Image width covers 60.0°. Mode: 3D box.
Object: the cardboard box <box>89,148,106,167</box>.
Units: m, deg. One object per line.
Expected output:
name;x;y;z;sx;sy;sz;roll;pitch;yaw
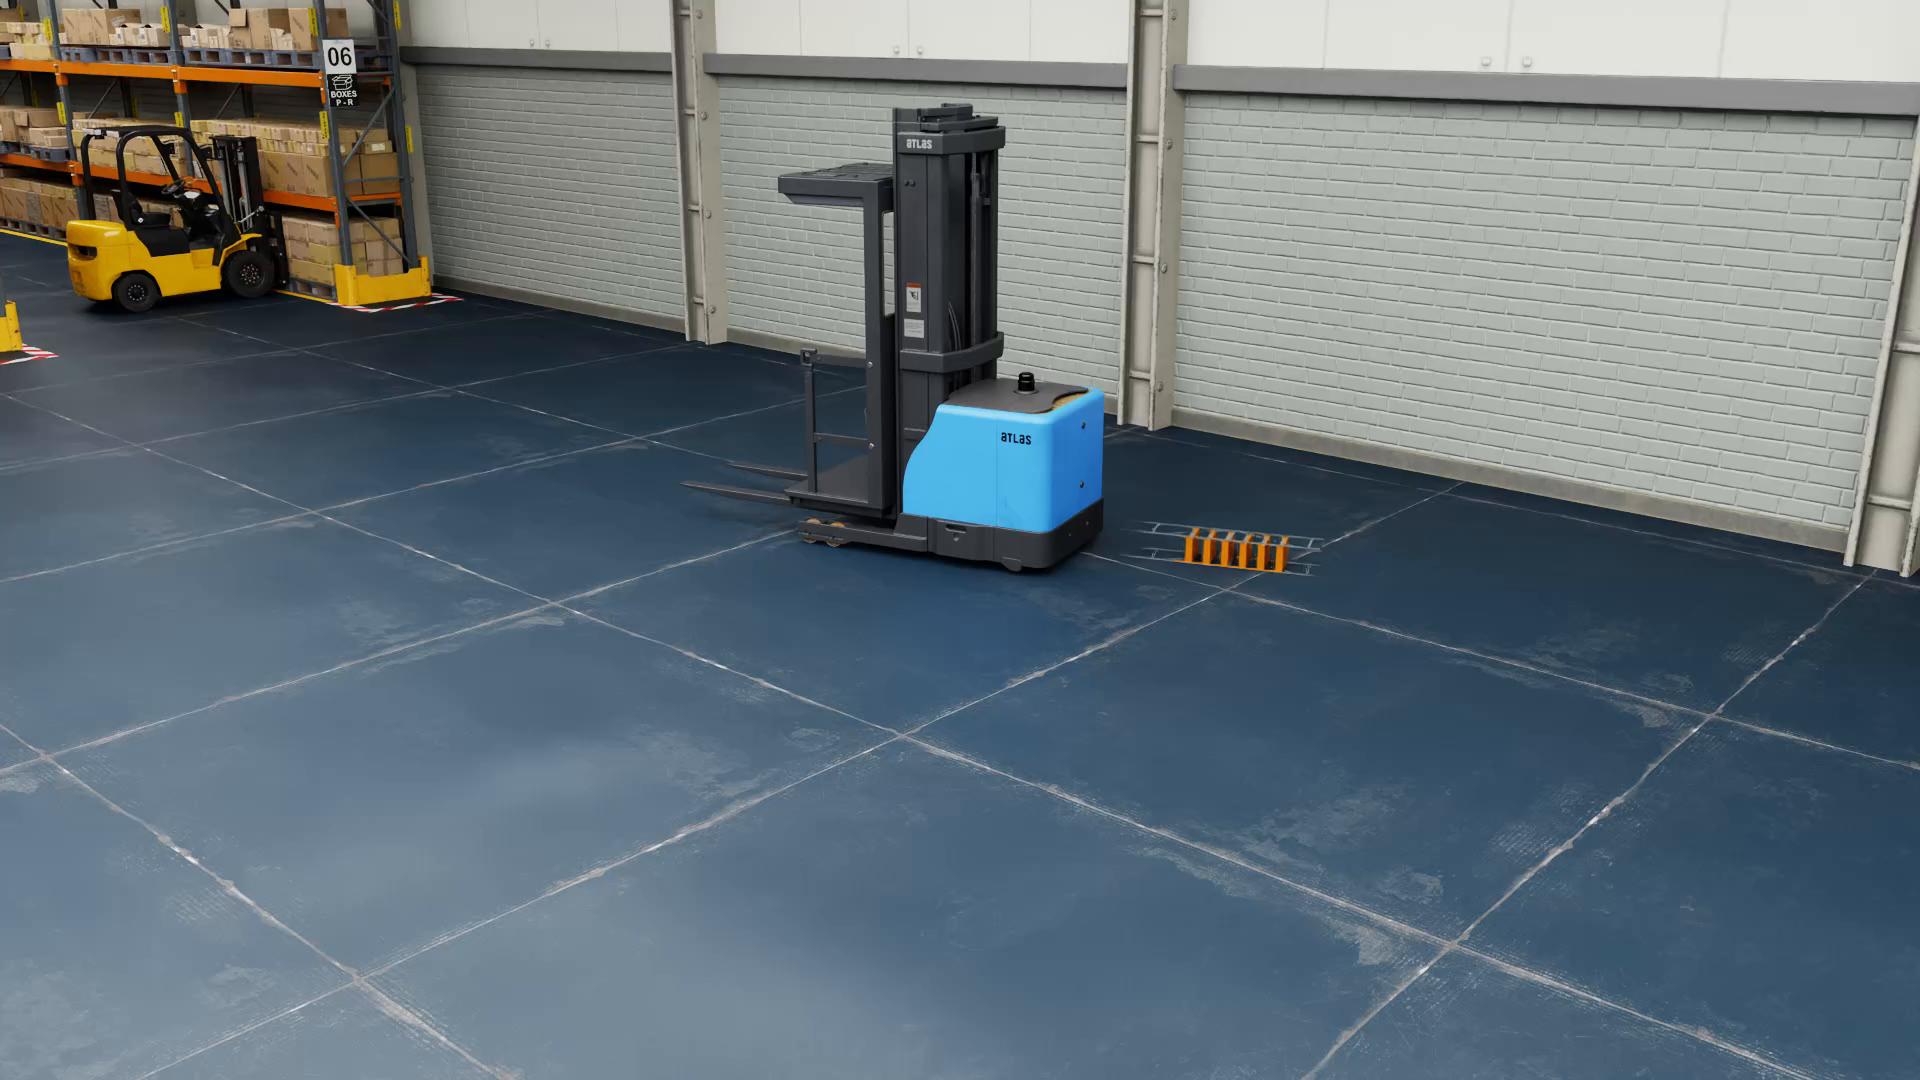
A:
cardboard box;-12.841;-5.819;25.236;0.500;0.250;0.500;14;23;38

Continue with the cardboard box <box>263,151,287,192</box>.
cardboard box;-8.707;-4.827;21.696;0.500;0.500;0.500;14;23;38

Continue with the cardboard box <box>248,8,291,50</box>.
cardboard box;-8.592;-6.518;21.207;0.500;0.500;0.700;15;23;40

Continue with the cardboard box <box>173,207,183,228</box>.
cardboard box;-10.789;-4.504;24.077;0.625;0.625;0.875;16;24;42

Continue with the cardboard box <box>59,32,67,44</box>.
cardboard box;-13.324;-7.564;25.056;0.250;0.166;0.380;15;23;39

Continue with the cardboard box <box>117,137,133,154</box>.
cardboard box;-12.061;-5.852;24.515;0.500;0.250;0.500;15;23;40

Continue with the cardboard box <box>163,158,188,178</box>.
cardboard box;-10.942;-5.304;23.614;0.500;0.250;0.500;16;23;40

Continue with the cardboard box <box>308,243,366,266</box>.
cardboard box;-7.971;-3.685;21.290;0.500;0.250;0.500;15;23;39

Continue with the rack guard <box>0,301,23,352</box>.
rack guard;-10.748;-2.231;17.814;0.348;0.500;1.175;15;23;39

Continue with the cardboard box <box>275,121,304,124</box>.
cardboard box;-9.016;-5.572;22.481;0.250;0.149;0.380;15;23;39

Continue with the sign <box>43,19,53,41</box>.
sign;-13.745;-7.691;25.072;0.005;0.325;0.100;15;23;39

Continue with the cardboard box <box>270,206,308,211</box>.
cardboard box;-9.137;-4.442;22.847;0.500;0.250;0.500;15;23;40

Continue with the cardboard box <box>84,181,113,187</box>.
cardboard box;-14.128;-5.797;27.284;0.250;0.149;0.380;14;22;37

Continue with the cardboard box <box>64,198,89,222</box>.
cardboard box;-13.842;-5.182;26.419;0.500;0.500;0.500;16;24;41

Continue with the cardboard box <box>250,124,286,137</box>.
cardboard box;-9.135;-5.414;21.984;0.250;0.149;0.380;15;23;39

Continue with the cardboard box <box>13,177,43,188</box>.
cardboard box;-15.611;-5.987;27.882;0.250;0.149;0.380;15;23;38

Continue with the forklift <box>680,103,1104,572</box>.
forklift;-0.555;-1.482;11.436;3.031;2.935;1.130;9;20;25

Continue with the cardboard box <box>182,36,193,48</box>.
cardboard box;-10.257;-6.733;22.464;0.250;0.149;0.380;16;23;40

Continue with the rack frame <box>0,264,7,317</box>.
rack frame;-10.692;-3.407;17.388;0.127;3.000;1.000;15;23;39

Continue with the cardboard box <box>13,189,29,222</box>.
cardboard box;-15.387;-5.595;27.720;0.500;0.500;0.500;14;22;38

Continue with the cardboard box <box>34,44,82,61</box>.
cardboard box;-13.928;-7.543;25.710;0.500;0.250;0.500;14;22;37

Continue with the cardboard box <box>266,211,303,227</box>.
cardboard box;-9.095;-4.222;22.156;0.500;0.250;0.500;14;23;38

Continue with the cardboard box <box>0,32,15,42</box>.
cardboard box;-15.249;-8.045;26.599;0.250;0.149;0.380;16;23;40

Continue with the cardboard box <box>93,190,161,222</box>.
cardboard box;-12.926;-5.077;25.881;0.625;0.625;0.875;16;24;41

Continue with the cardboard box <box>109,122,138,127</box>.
cardboard box;-12.368;-6.106;24.656;0.250;0.149;0.380;16;23;40

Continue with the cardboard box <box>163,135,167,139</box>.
cardboard box;-11.147;-5.818;23.746;0.250;0.149;0.380;15;23;39

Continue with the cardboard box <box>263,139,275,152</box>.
cardboard box;-8.821;-5.146;21.629;0.250;0.149;0.380;15;23;40

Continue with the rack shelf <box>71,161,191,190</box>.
rack shelf;-11.887;-5.392;24.833;4.000;0.370;1.077;15;23;39

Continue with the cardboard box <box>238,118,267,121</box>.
cardboard box;-9.792;-5.777;23.126;0.250;0.149;0.380;14;23;38

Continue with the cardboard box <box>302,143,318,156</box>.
cardboard box;-8.056;-4.938;20.975;0.250;0.149;0.380;16;23;40

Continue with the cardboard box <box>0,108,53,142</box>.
cardboard box;-15.187;-6.778;27.152;0.500;0.500;0.700;15;23;39

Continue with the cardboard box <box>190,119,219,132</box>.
cardboard box;-10.350;-5.701;22.888;0.250;0.149;0.380;16;23;40

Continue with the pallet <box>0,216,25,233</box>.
pallet;-15.741;-5.456;28.455;1.213;0.211;1.003;15;23;39

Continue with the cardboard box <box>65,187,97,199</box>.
cardboard box;-13.921;-5.497;26.338;0.250;0.149;0.380;14;22;37

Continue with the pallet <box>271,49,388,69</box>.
pallet;-7.911;-6.066;20.954;1.213;0.211;1.003;15;23;39

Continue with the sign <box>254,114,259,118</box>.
sign;-10.024;-5.910;23.713;0.005;0.325;0.100;15;23;39

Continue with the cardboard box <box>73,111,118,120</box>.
cardboard box;-13.664;-6.523;26.348;0.500;0.500;0.500;16;24;42

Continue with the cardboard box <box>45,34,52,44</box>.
cardboard box;-13.808;-7.702;25.551;0.250;0.149;0.380;16;23;40

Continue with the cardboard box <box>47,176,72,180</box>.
cardboard box;-15.141;-6.038;28.044;0.250;0.149;0.380;16;24;41

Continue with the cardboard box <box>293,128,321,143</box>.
cardboard box;-8.226;-5.142;21.127;0.250;0.149;0.380;16;23;40

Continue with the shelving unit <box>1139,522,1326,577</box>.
shelving unit;1.812;0.059;11.106;1.200;0.189;0.258;6;19;18

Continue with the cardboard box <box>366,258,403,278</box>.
cardboard box;-7.637;-3.563;21.731;0.500;0.250;0.500;15;23;39

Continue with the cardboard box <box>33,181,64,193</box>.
cardboard box;-14.894;-5.769;27.197;0.250;0.149;0.380;14;22;37

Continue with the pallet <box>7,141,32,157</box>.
pallet;-14.841;-6.435;27.246;1.213;0.211;1.003;15;23;39

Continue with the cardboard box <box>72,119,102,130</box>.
cardboard box;-13.340;-6.363;25.465;0.250;0.149;0.380;16;24;41

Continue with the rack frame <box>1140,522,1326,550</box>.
rack frame;1.812;-0.028;11.079;1.200;0.006;0.240;6;19;18

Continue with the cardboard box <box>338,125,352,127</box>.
cardboard box;-8.064;-5.308;21.649;0.250;0.149;0.380;15;23;40

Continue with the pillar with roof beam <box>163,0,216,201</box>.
pillar with roof beam;-14.667;-7.964;21.831;0.400;9.000;9.100;15;23;39

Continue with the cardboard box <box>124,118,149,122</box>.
cardboard box;-12.582;-6.381;25.522;0.250;0.149;0.380;15;23;39

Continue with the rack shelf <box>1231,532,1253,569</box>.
rack shelf;1.883;0.066;11.083;0.103;0.180;0.258;6;19;18

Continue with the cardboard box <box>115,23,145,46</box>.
cardboard box;-11.669;-7.213;23.710;0.500;0.311;0.500;14;22;37

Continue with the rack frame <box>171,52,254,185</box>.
rack frame;-10.391;-5.334;23.459;0.127;3.000;1.000;15;23;39

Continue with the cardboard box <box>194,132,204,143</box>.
cardboard box;-10.328;-5.567;22.957;0.250;0.149;0.380;15;23;38
